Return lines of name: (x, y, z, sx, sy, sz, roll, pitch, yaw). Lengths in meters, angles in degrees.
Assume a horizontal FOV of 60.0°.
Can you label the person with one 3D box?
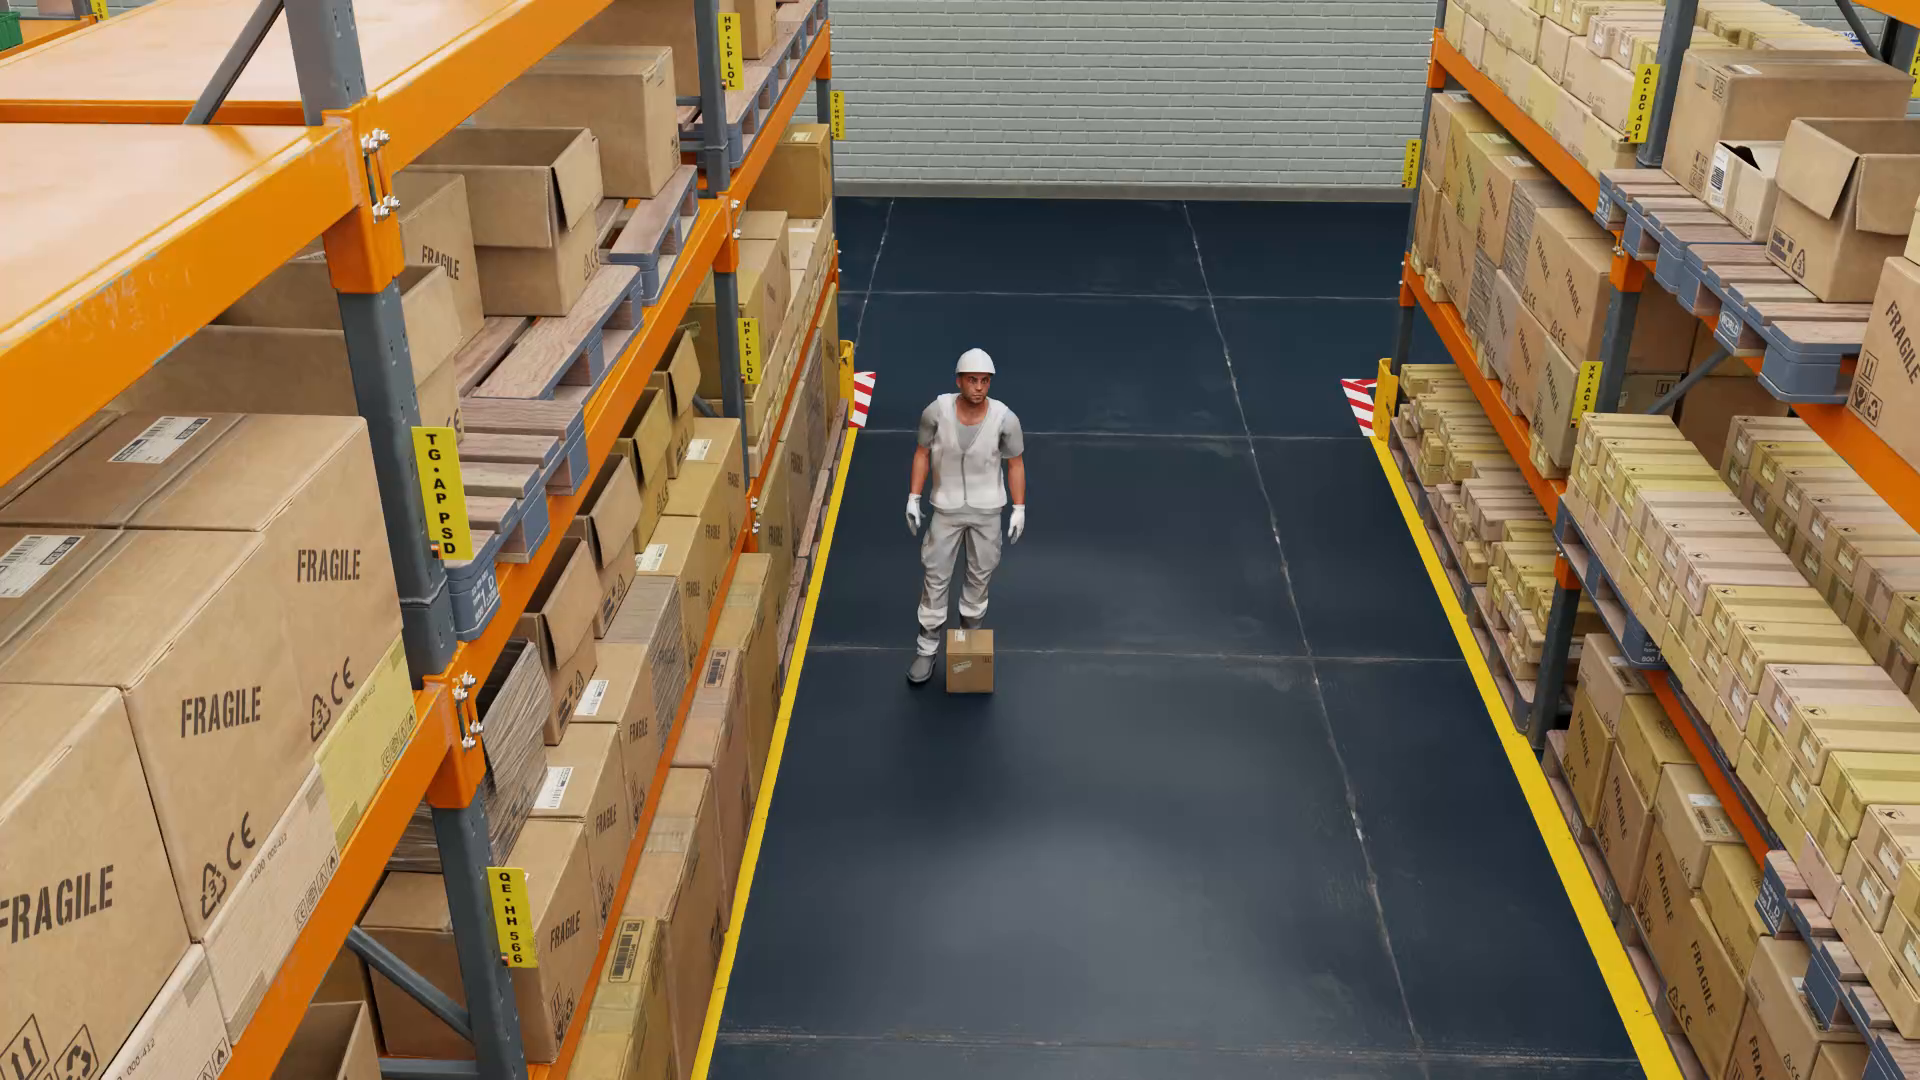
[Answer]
person: (0.027, -0.123, 8.810, 0.638, 1.787, 0.564, 1, 28, 2)
